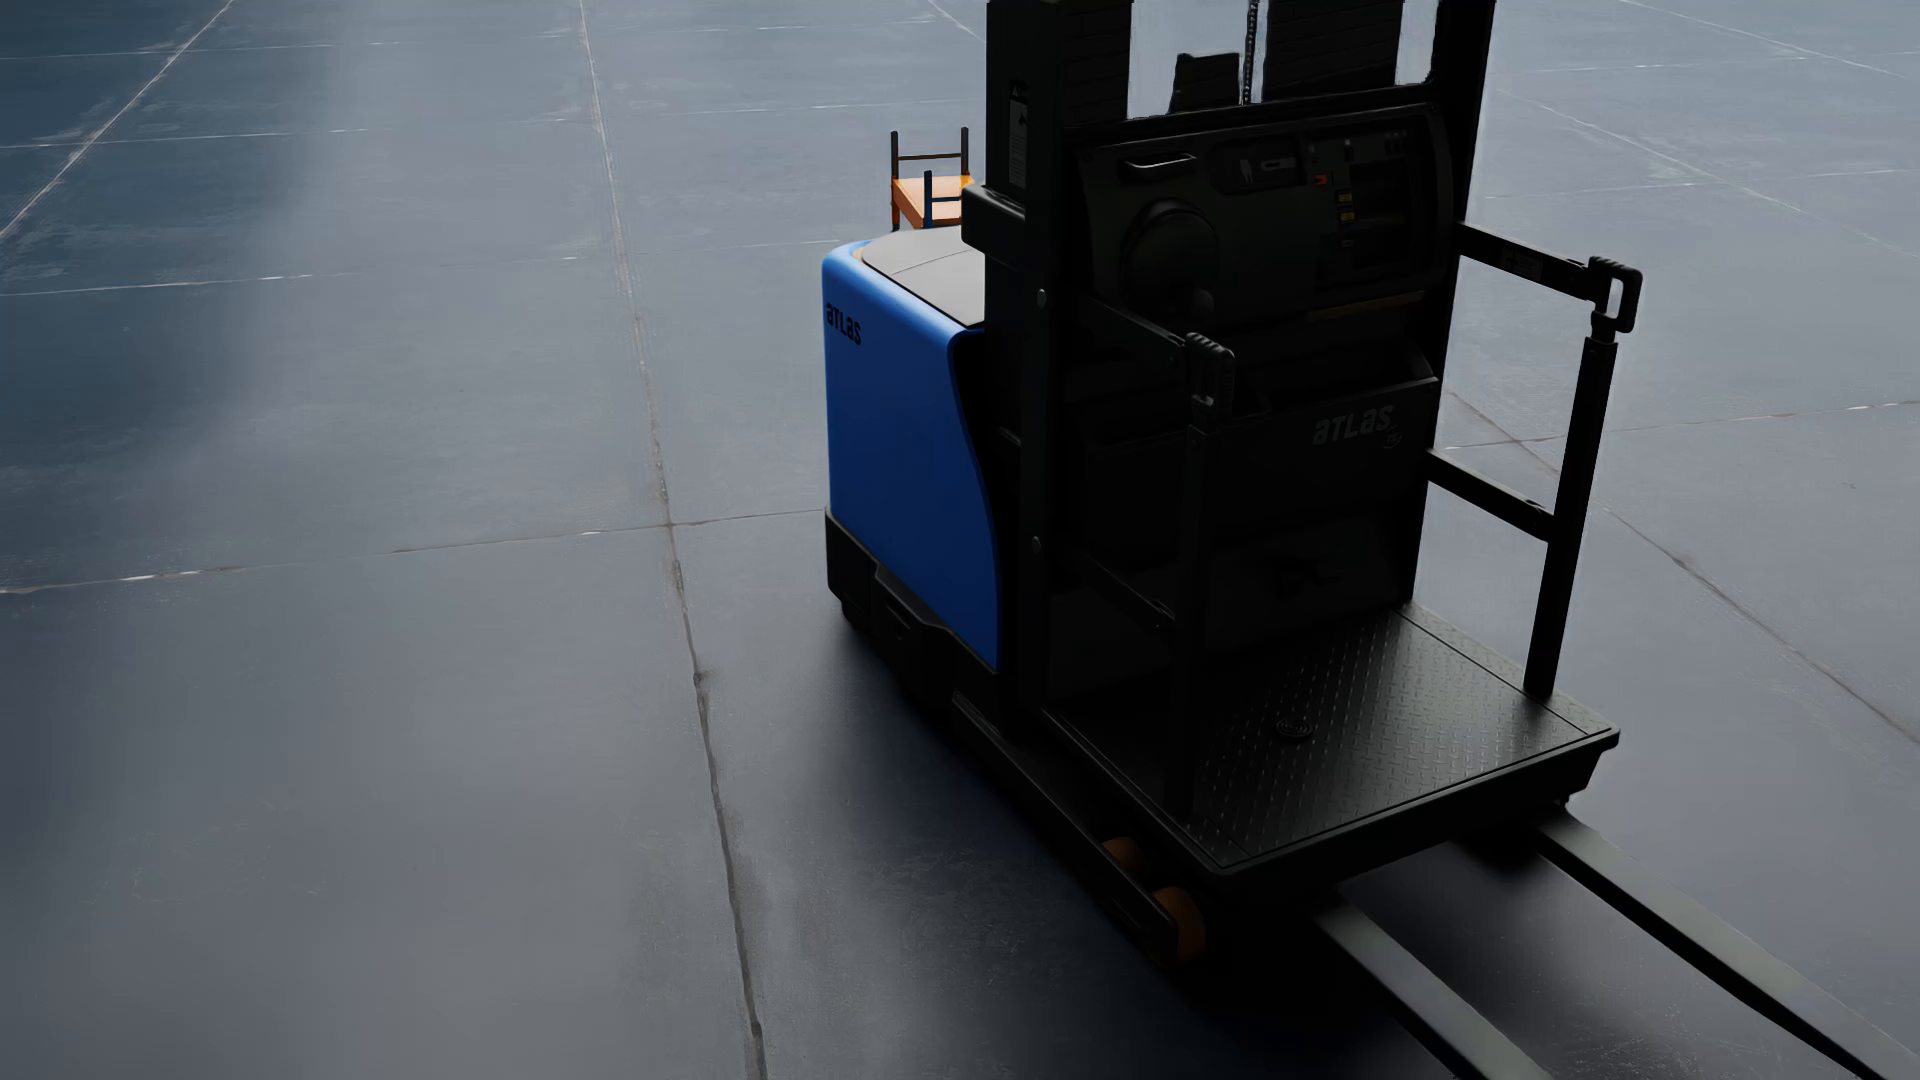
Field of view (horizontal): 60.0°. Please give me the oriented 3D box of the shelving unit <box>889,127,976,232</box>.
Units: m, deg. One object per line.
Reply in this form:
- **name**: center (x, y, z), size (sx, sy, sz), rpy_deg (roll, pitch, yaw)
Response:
- **shelving unit**: center (-0.037, -0.608, 5.124), size (0.258, 1.200, 0.503), rpy_deg (-6, 27, -12)

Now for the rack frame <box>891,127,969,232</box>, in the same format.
- **rack frame**: center (-0.092, -0.715, 5.336), size (0.240, 1.200, 0.015), rpy_deg (-6, 27, -12)

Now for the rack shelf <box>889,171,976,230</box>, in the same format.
- **rack shelf**: center (-0.037, -0.959, 4.947), size (0.258, 0.148, 0.480), rpy_deg (-6, 27, -12)

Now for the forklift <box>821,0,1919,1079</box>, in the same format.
- **forklift**: center (0.750, -0.648, 3.280), size (1.130, 2.935, 3.031), rpy_deg (-13, 30, -25)

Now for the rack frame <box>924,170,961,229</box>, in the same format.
- **rack frame**: center (0.018, -0.501, 4.911), size (0.240, 1.200, 0.015), rpy_deg (-6, 27, -12)
